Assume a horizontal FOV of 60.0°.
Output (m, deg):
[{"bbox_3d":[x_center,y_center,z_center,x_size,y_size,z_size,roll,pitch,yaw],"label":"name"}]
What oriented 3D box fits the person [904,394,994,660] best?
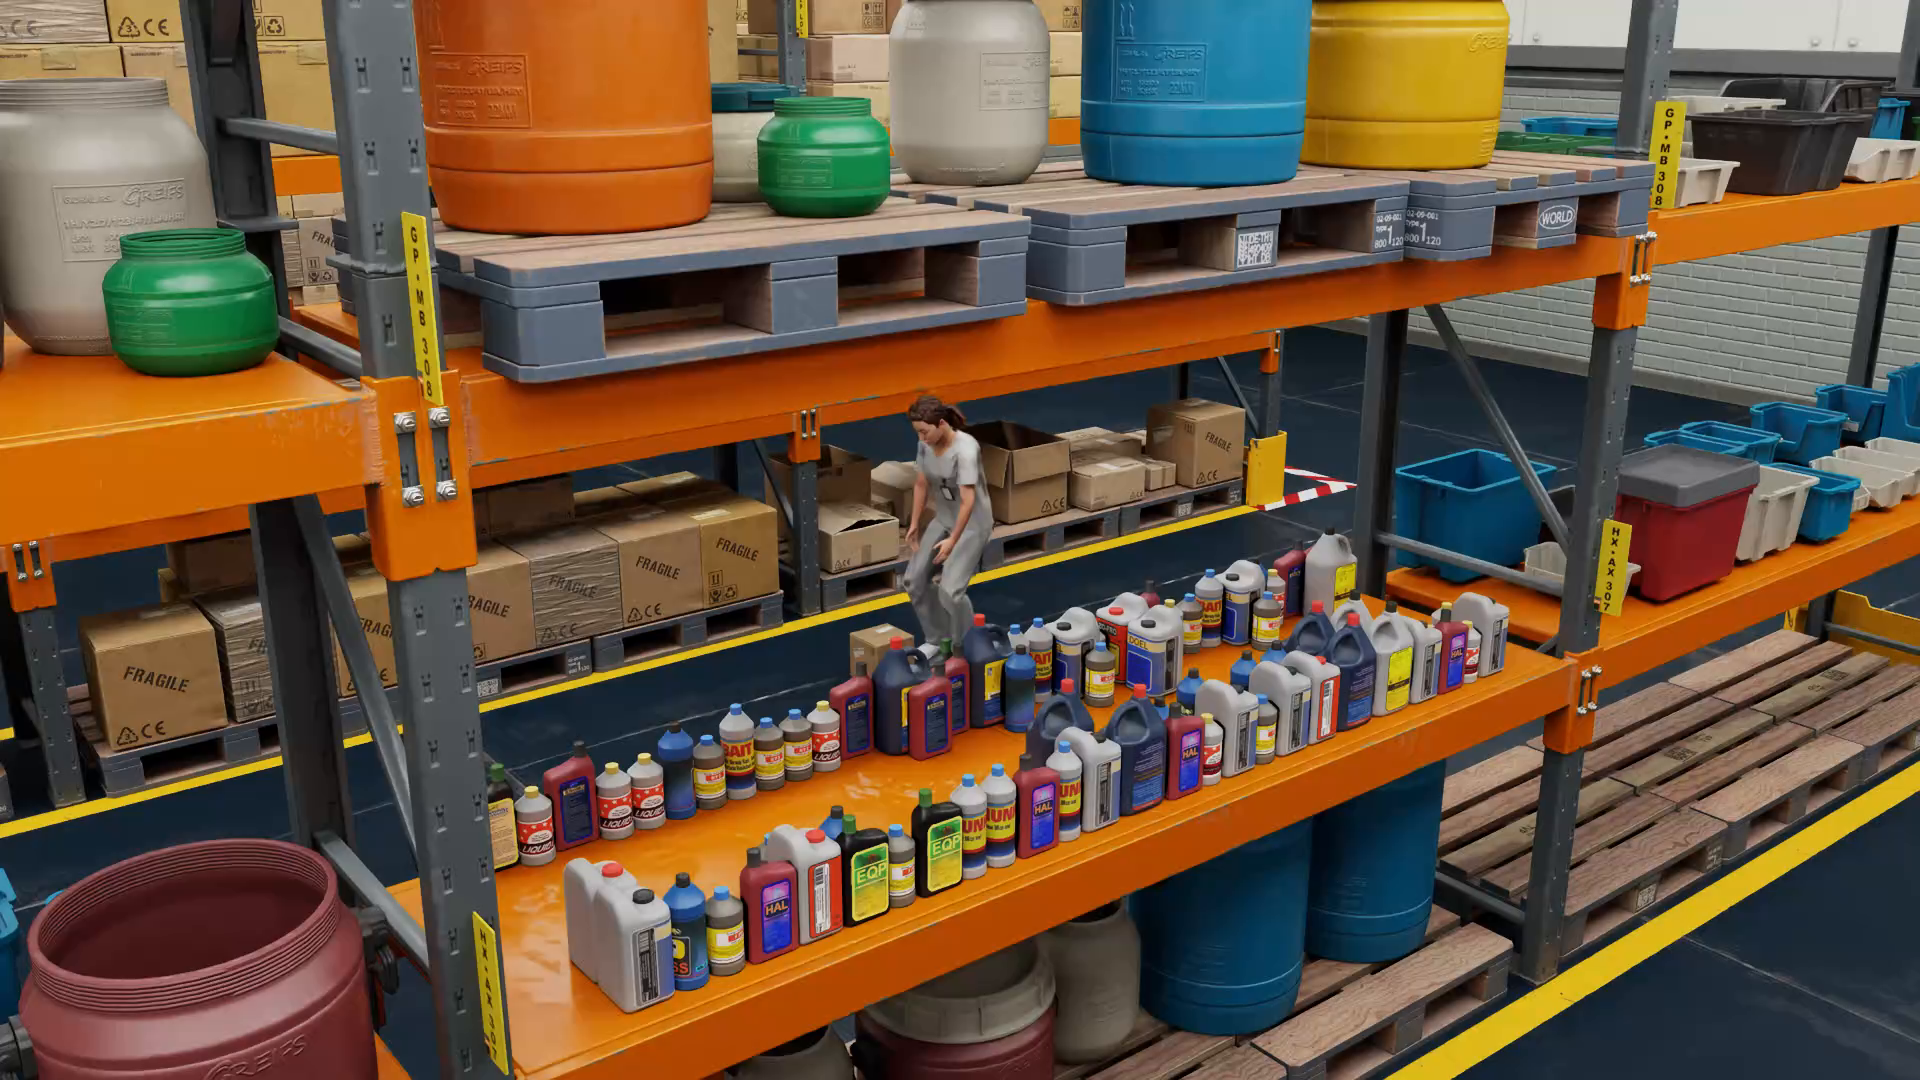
[{"bbox_3d":[-0.056,-0.052,8.960,0.510,1.537,0.480,-13,22,-35],"label":"person"}]
